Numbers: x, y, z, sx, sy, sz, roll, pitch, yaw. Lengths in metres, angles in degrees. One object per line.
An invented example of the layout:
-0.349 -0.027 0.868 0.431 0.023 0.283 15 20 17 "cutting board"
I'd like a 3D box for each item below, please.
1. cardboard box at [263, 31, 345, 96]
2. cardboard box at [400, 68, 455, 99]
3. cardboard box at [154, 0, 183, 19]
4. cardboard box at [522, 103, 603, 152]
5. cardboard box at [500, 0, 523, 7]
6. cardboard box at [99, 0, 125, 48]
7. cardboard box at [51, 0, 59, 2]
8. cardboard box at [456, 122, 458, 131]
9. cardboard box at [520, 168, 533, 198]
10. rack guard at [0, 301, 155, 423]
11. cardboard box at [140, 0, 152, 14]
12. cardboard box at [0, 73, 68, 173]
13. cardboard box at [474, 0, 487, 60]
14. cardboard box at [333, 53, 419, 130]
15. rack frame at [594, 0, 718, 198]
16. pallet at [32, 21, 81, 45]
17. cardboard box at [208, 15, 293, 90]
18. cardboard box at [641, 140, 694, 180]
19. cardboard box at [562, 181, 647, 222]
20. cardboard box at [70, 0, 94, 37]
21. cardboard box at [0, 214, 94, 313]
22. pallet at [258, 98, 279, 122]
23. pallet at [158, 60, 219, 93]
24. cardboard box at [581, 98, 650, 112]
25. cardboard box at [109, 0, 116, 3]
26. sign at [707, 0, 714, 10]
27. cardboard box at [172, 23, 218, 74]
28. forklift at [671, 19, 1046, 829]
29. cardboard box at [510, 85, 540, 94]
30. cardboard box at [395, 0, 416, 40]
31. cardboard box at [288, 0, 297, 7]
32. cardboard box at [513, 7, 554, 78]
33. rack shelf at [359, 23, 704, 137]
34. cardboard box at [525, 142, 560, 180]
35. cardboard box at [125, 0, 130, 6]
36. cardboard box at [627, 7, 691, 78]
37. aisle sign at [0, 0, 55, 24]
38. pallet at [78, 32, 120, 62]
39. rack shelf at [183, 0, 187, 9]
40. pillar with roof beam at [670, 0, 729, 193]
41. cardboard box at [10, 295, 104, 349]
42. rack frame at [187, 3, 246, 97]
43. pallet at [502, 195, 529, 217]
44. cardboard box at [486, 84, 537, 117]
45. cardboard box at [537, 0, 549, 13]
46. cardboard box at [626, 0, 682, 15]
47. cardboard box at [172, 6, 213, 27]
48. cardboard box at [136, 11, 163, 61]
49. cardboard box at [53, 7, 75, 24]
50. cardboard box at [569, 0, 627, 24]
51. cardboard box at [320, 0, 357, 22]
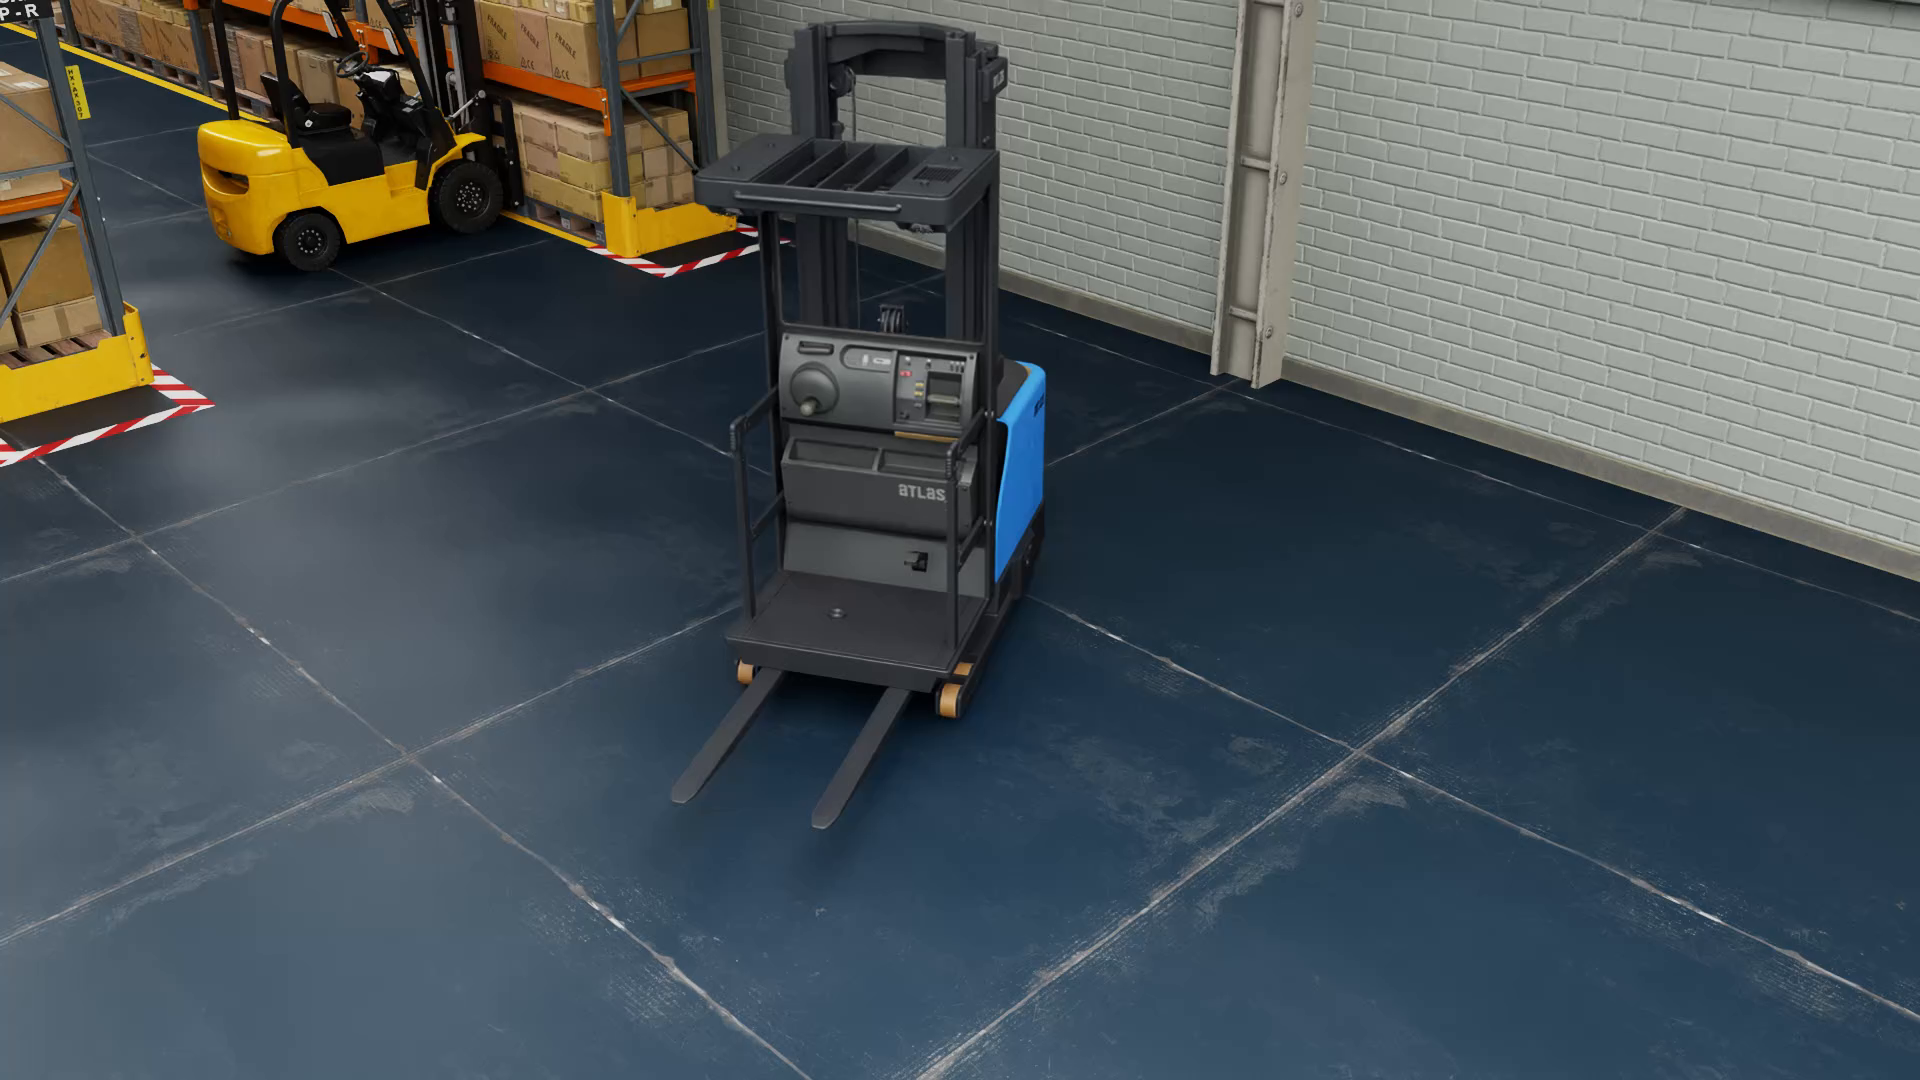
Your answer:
-6.768 -4.998 17.632 0.625 0.625 0.875 23 35 36 "cardboard box"
-4.820 -4.175 15.397 0.500 0.250 0.500 25 36 38 "cardboard box"
-9.057 -6.124 19.212 0.250 0.149 0.380 23 36 37 "cardboard box"
-3.365 -3.514 14.138 0.500 0.250 0.500 -25 36 -38 "cardboard box"
-3.631 -4.577 13.927 0.250 0.149 0.380 23 36 37 "cardboard box"
-10.080 -6.319 20.278 0.500 0.500 0.500 23 36 37 "cardboard box"
-12.167 -7.330 22.201 0.500 0.500 0.700 23 35 37 "cardboard box"
-4.463 -3.794 15.209 0.500 0.250 0.500 24 36 38 "cardboard box"
-3.705 -3.240 14.692 0.500 0.250 0.500 -25 37 -39 "cardboard box"
-5.981 -1.161 10.921 0.348 0.500 1.175 25 36 38 "rack guard"
-9.392 -6.307 19.559 0.250 0.149 0.380 24 36 38 "cardboard box"
-6.071 -2.665 10.668 0.500 0.500 0.500 24 36 38 "cardboard box"
-4.080 -4.509 14.494 0.500 0.500 0.500 25 37 39 "cardboard box"
-5.682 -4.497 16.681 0.875 0.625 0.625 -23 36 -37 "cardboard box"
-2.450 -3.891 13.427 0.127 3.000 1.000 25 36 38 "rack frame"
-11.496 -6.797 21.949 1.213 0.211 1.003 25 36 38 "pallet"
-7.719 -5.428 18.450 0.875 0.625 0.625 -24 36 -38 "cardboard box"
-2.640 -3.303 14.275 0.500 0.250 0.500 -25 36 -38 "cardboard box"
-3.006 -2.908 14.061 0.500 0.250 0.500 25 37 39 "cardboard box"
-10.820 -6.653 20.915 0.500 0.500 0.500 -23 36 -37 "cardboard box"
-6.326 -1.906 11.349 0.500 0.500 0.500 23 36 37 "cardboard box"
-6.729 -4.588 17.748 1.213 0.211 1.003 25 36 38 "pallet"
-8.660 -5.523 19.527 1.213 0.211 1.003 25 36 38 "pallet"
-3.019 -3.684 14.462 0.500 0.250 0.500 25 36 38 "cardboard box"
-10.138 -6.644 20.200 0.250 0.149 0.380 24 36 38 "cardboard box"
-2.056 -4.491 13.553 0.005 0.325 0.100 25 36 38 "sign"
-8.607 -5.647 19.002 0.500 0.500 0.500 -24 36 -38 "cardboard box"
-0.436 -0.675 7.385 1.130 2.935 3.031 8 29 14 "forklift"
-3.728 -4.020 15.101 0.500 0.250 0.500 24 36 37 "cardboard box"
-4.786 -4.845 15.133 0.500 0.500 0.500 -25 36 -38 "cardboard box"
-6.540 -5.542 16.727 0.500 0.250 0.500 25 37 39 "cardboard box"
-3.348 -4.181 13.871 0.500 0.500 0.500 -24 36 -38 "cardboard box"
-3.876 -4.225 14.835 4.000 0.370 1.077 25 36 38 "rack shelf"
-3.366 -3.303 14.275 0.500 0.250 0.500 24 36 38 "cardboard box"
-9.750 -6.484 19.896 0.250 0.149 0.380 25 37 39 "cardboard box"
-2.608 -4.189 13.886 0.500 0.500 0.500 -24 36 -38 "cardboard box"
-5.666 -3.476 9.844 0.004 0.787 0.394 25 36 38 "aisle sign"
-10.400 -6.319 21.041 1.213 0.211 1.003 25 36 38 "pallet"
-9.581 -6.835 19.800 4.000 0.370 1.077 25 36 38 "rack shelf"
-5.333 -5.644 10.314 0.400 9.000 9.100 25 36 38 "pillar with roof beam"
-6.309 -1.566 11.509 0.500 0.250 0.500 24 36 38 "cardboard box"
-8.154 -6.501 18.391 0.127 3.000 1.000 25 36 38 "rack frame"
-3.890 -3.290 15.281 1.213 0.211 1.003 25 36 38 "pallet"
-4.088 -3.843 14.764 0.500 0.250 0.500 24 36 37 "cardboard box"
-3.239 -4.421 13.630 0.380 0.149 0.250 -24 36 -38 "cardboard box"
-2.510 -4.419 13.627 0.250 0.149 0.380 23 36 37 "cardboard box"
-8.684 -5.945 18.871 0.250 0.149 0.380 23 35 36 "cardboard box"
-9.331 -5.984 19.642 0.500 0.500 0.500 -23 36 -37 "cardboard box"
-11.610 -6.815 21.599 0.250 0.149 0.380 23 36 37 "cardboard box"
-2.894 -4.242 13.291 0.380 0.149 0.250 -25 36 -38 "cardboard box"
-5.845 -5.207 16.091 0.500 0.250 0.500 -24 36 -38 "cardboard box"
